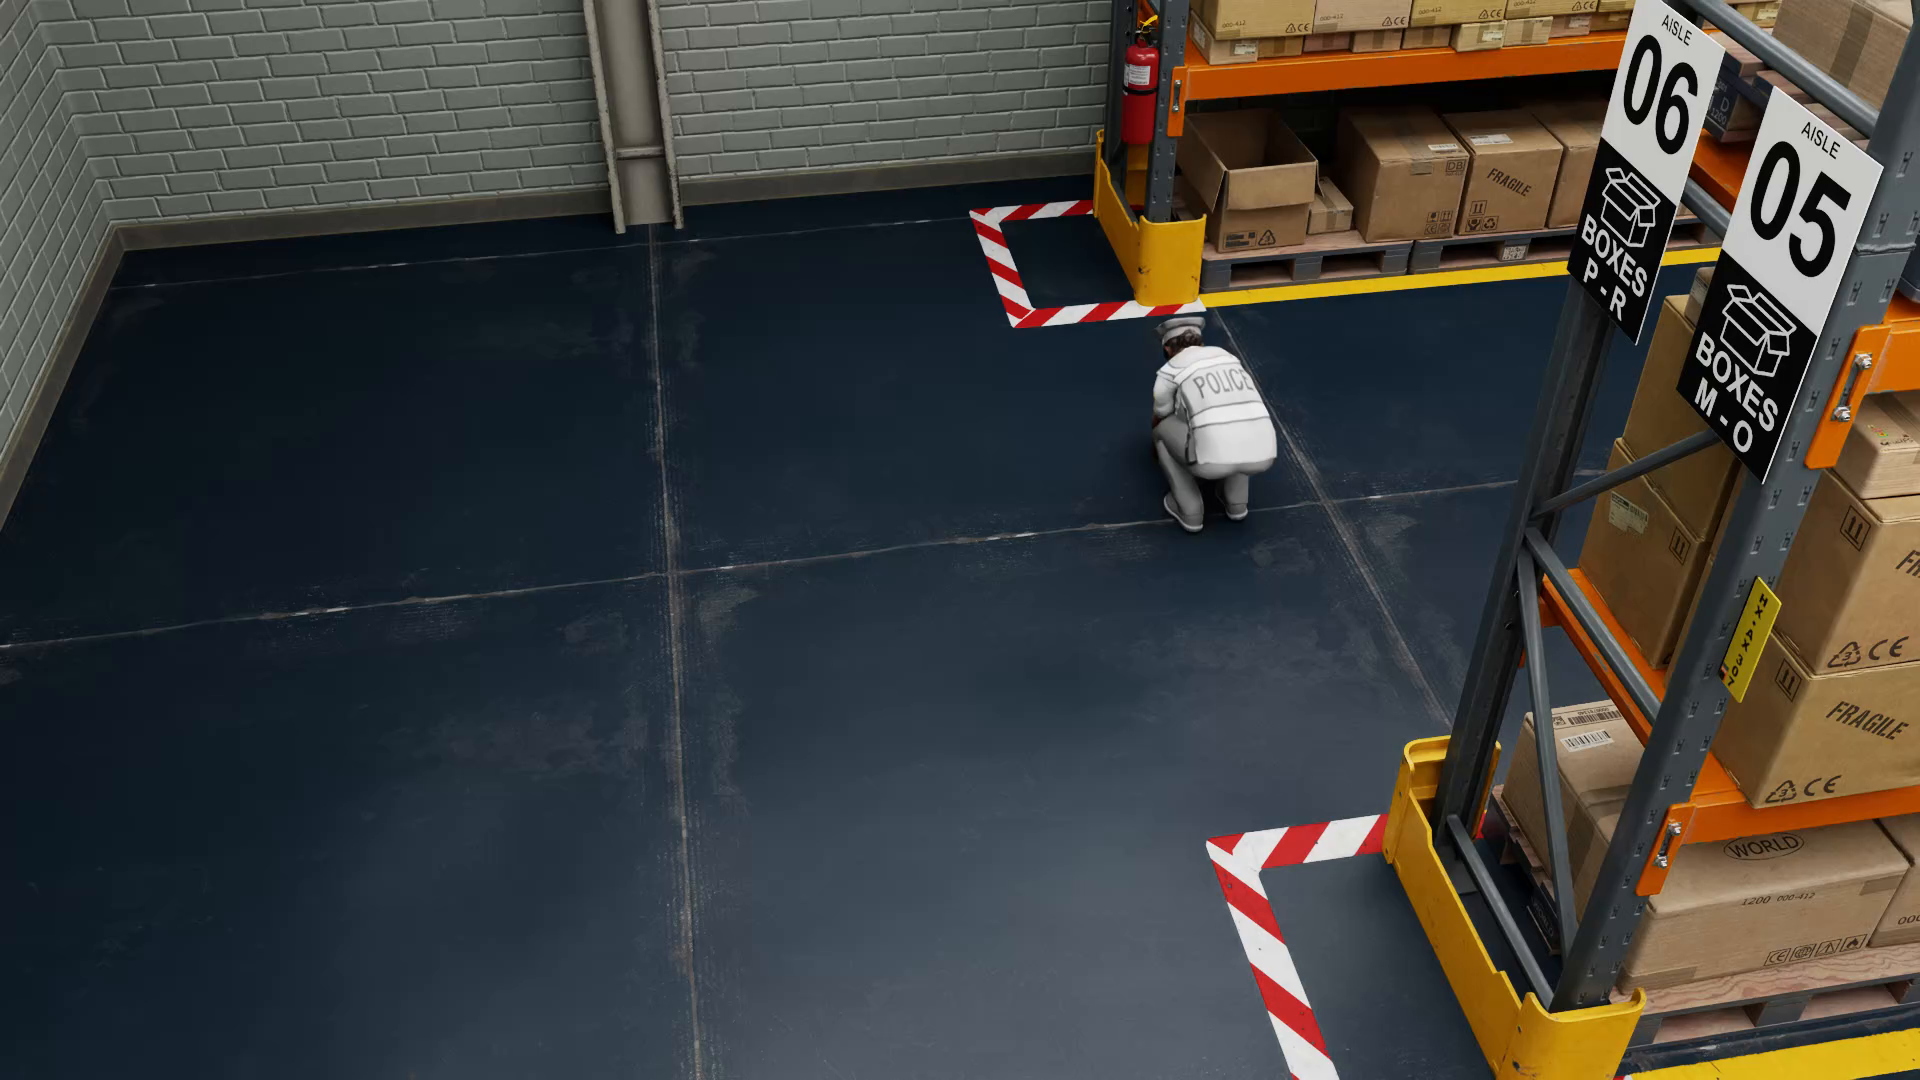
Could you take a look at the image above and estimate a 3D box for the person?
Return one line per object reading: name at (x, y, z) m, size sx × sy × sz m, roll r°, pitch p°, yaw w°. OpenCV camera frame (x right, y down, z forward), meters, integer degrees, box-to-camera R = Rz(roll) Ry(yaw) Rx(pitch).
person at (1.109, -0.514, 7.531) m, size 0.454 × 0.791 × 0.915 m, roll -7°, pitch 39°, yaw -9°
